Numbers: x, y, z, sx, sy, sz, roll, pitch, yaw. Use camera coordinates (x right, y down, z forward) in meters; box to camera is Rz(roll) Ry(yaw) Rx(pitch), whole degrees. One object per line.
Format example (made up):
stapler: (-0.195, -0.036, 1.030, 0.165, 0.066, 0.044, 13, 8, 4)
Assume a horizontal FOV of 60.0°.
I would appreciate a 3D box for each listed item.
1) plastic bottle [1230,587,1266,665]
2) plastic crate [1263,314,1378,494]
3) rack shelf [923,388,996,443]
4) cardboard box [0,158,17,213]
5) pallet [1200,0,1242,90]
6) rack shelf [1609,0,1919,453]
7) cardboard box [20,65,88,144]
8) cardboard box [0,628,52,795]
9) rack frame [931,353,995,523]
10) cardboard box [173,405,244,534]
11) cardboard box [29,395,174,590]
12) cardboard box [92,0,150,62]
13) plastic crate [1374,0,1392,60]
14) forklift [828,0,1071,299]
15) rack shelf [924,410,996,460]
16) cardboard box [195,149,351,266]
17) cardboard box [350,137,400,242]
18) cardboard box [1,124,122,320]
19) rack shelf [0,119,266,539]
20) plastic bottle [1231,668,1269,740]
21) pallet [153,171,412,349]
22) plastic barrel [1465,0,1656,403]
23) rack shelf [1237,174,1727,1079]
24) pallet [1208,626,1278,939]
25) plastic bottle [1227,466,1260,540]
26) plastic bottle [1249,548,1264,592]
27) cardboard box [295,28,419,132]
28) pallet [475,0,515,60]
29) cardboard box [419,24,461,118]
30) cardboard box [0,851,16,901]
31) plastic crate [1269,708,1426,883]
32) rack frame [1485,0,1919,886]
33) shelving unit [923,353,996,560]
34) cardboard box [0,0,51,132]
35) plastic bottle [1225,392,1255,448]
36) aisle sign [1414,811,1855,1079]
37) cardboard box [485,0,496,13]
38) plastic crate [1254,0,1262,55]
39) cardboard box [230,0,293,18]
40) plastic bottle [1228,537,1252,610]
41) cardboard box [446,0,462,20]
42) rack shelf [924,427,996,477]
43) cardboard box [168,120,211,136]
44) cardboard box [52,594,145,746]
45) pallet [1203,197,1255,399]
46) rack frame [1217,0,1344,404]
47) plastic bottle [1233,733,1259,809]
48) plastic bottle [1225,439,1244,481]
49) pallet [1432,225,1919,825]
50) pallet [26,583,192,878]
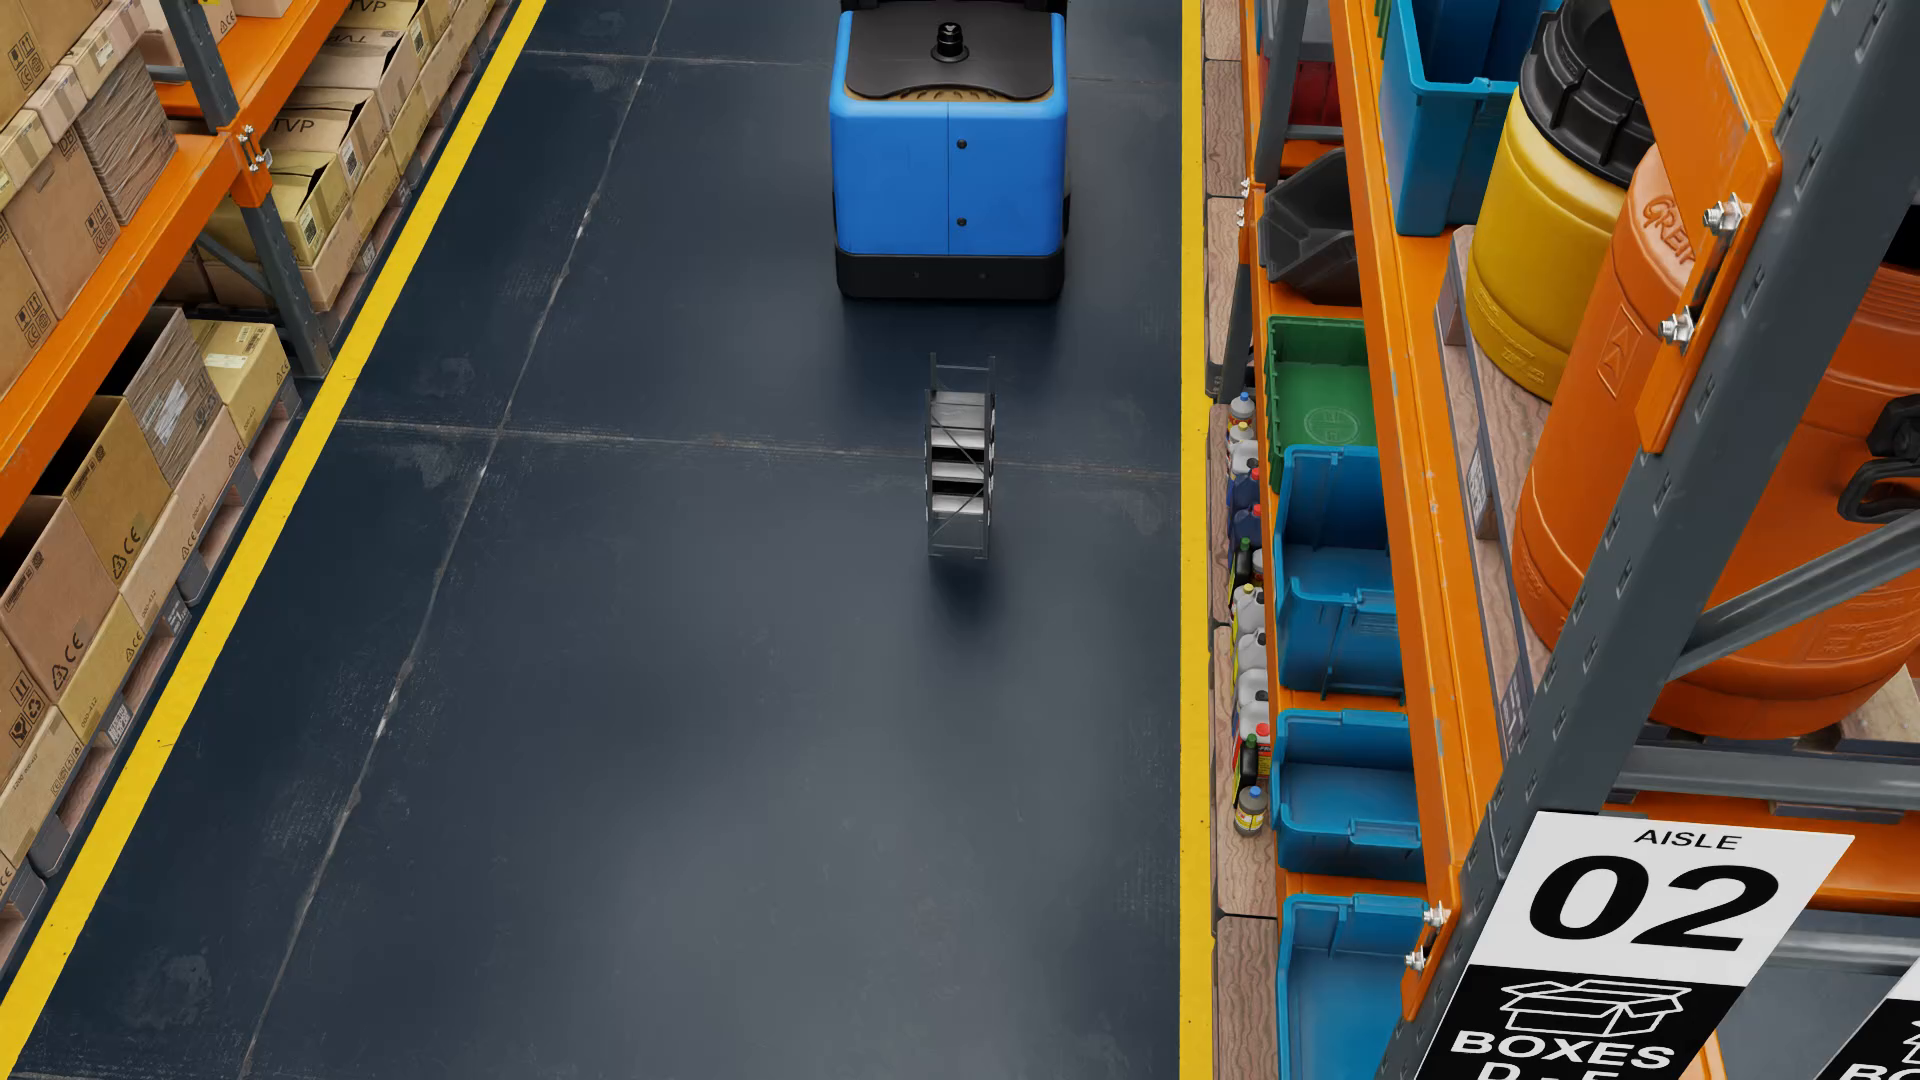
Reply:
plastic bottle: (1.060, 0.295, 5.970, 0.144, 0.351, 0.185, 4, 48, 3)
plastic crate: (1.198, -0.417, 5.268, 0.450, 0.188, 0.662, 4, 48, 4)
rack shelf: (0.001, -0.469, 6.275, 0.258, 0.077, 0.200, 4, 48, 4)
cardboard box: (-3.235, -1.094, 5.236, 0.380, 0.149, 0.250, 4, 48, 3)
pallet: (1.858, -2.898, 9.284, 1.003, 0.211, 1.213, 4, 48, 4)
rack shelf: (1.421, -1.644, 2.940, 1.077, 0.370, 4.000, 4, 48, 4)
cardboard box: (-3.187, -1.467, 5.578, 0.380, 0.149, 0.250, 3, 48, 2)
cardboard box: (-3.347, 0.555, 5.306, 0.500, 0.500, 0.500, 4, 48, 4)
rack frame: (0.010, -0.384, 6.518, 0.240, 0.900, 0.006, 4, 48, 4)
cardboard box: (-3.209, -0.294, 6.591, 0.500, 0.250, 0.500, 4, 48, 4)
cardboard box: (-3.253, -0.180, 5.978, 0.500, 0.500, 0.500, 4, 48, 4)
cardboard box: (-3.141, -1.841, 5.920, 0.380, 0.149, 0.250, 4, 48, 3)
plastic crate: (1.188, -1.267, 4.012, 0.336, 0.188, 0.450, 4, 48, 4)
forklift: (-0.023, -3.177, 7.696, 1.130, 2.935, 3.031, 1, 48, 1)
rack shelf: (0.001, -0.409, 6.341, 0.258, 0.077, 0.200, 4, 48, 4)
cardboard box: (-3.044, -1.493, 7.307, 0.500, 0.311, 0.500, 4, 48, 4)
cardboard box: (-2.998, -1.672, 7.851, 0.500, 0.250, 0.500, 5, 48, 5)
cardboard box: (-3.405, -1.122, 5.702, 0.700, 0.500, 0.500, 3, 48, 3)
rack shelf: (-3.512, -0.090, 5.313, 1.077, 0.370, 4.000, 4, 48, 4)
plastic bottle: (1.032, 0.579, 5.761, 0.152, 0.276, 0.135, 3, 48, 2)
pallet: (-3.301, -1.406, 7.919, 1.003, 0.211, 1.213, 4, 48, 4)
plastic barrel: (1.216, -0.591, 2.839, 0.600, 0.588, 0.600, 0, 48, 0)
rack shelf: (1.421, 0.246, 5.006, 1.077, 0.370, 4.000, 4, 48, 4)
pallet: (1.392, 0.864, 5.843, 1.003, 0.211, 1.213, 4, 48, 4)
plastic bottle: (1.116, -0.156, 6.383, 0.144, 0.351, 0.185, 5, 48, 5)
plastic bottle: (1.123, 0.120, 6.184, 0.097, 0.271, 0.097, 0, 48, 0)
cardboard box: (-2.947, -2.241, 7.991, 0.500, 0.311, 0.500, 2, 48, 2)
pallet: (-3.079, -3.199, 9.558, 1.003, 0.211, 1.213, 4, 48, 4)
cardboard box: (-2.906, -2.426, 8.541, 0.500, 0.250, 0.500, 5, 48, 4)
cardboard box: (-3.382, 1.176, 5.246, 0.500, 0.250, 0.500, 4, 48, 4)
plastic crate: (1.051, 0.658, 4.242, 0.499, 0.251, 0.408, 4, 48, 4)
rack frame: (1.239, -0.552, 1.183, 1.000, 3.000, 0.127, 4, 48, 4)
shelving unit: (0.001, -0.310, 6.449, 0.258, 0.900, 0.210, 4, 48, 4)
cardboard box: (-3.408, -1.576, 5.238, 0.700, 0.500, 0.500, 4, 48, 3)
plastic bottle: (1.137, -0.490, 6.742, 0.097, 0.271, 0.097, 0, 48, 0)
aisle sign: (0.936, 0.628, 2.407, 0.394, 0.787, 0.004, 4, 48, 4)
cardboard box: (-2.813, -3.174, 9.225, 0.500, 0.250, 0.500, 3, 48, 3)
plastic crate: (1.394, -2.293, 6.851, 0.392, 0.384, 0.575, 4, 48, 4)
cardboard box: (-3.045, -2.355, 7.068, 0.380, 0.149, 0.250, 4, 48, 4)
plastic bottle: (1.043, 0.124, 6.173, 0.061, 0.283, 0.133, 6, 48, 5)
cardboard box: (-2.857, -2.991, 8.677, 0.500, 0.311, 0.500, 4, 48, 3)
rack shelf: (0.001, -0.348, 6.408, 0.258, 0.077, 0.200, 4, 48, 4)
cardboard box: (-3.537, -1.905, 7.685, 0.500, 0.311, 0.500, 5, 48, 5)
cardboard box: (-3.285, 0.442, 5.918, 0.500, 0.250, 0.500, 4, 48, 4)
pallet: (1.636, -1.106, 7.644, 1.003, 0.211, 1.213, 4, 48, 4)
rack frame: (1.603, -1.467, 6.085, 1.000, 3.000, 0.127, 4, 48, 4)
plastic bottle: (0.962, 0.775, 5.577, 0.061, 0.283, 0.133, 5, 48, 4)
plastic bottle: (1.119, -0.317, 6.631, 0.097, 0.201, 0.097, 0, 48, 0)
pallet: (1.411, -0.078, 2.909, 1.003, 0.211, 1.213, 4, 48, 4)
pallet: (-3.552, 0.619, 6.067, 1.003, 0.211, 1.213, 4, 48, 4)
